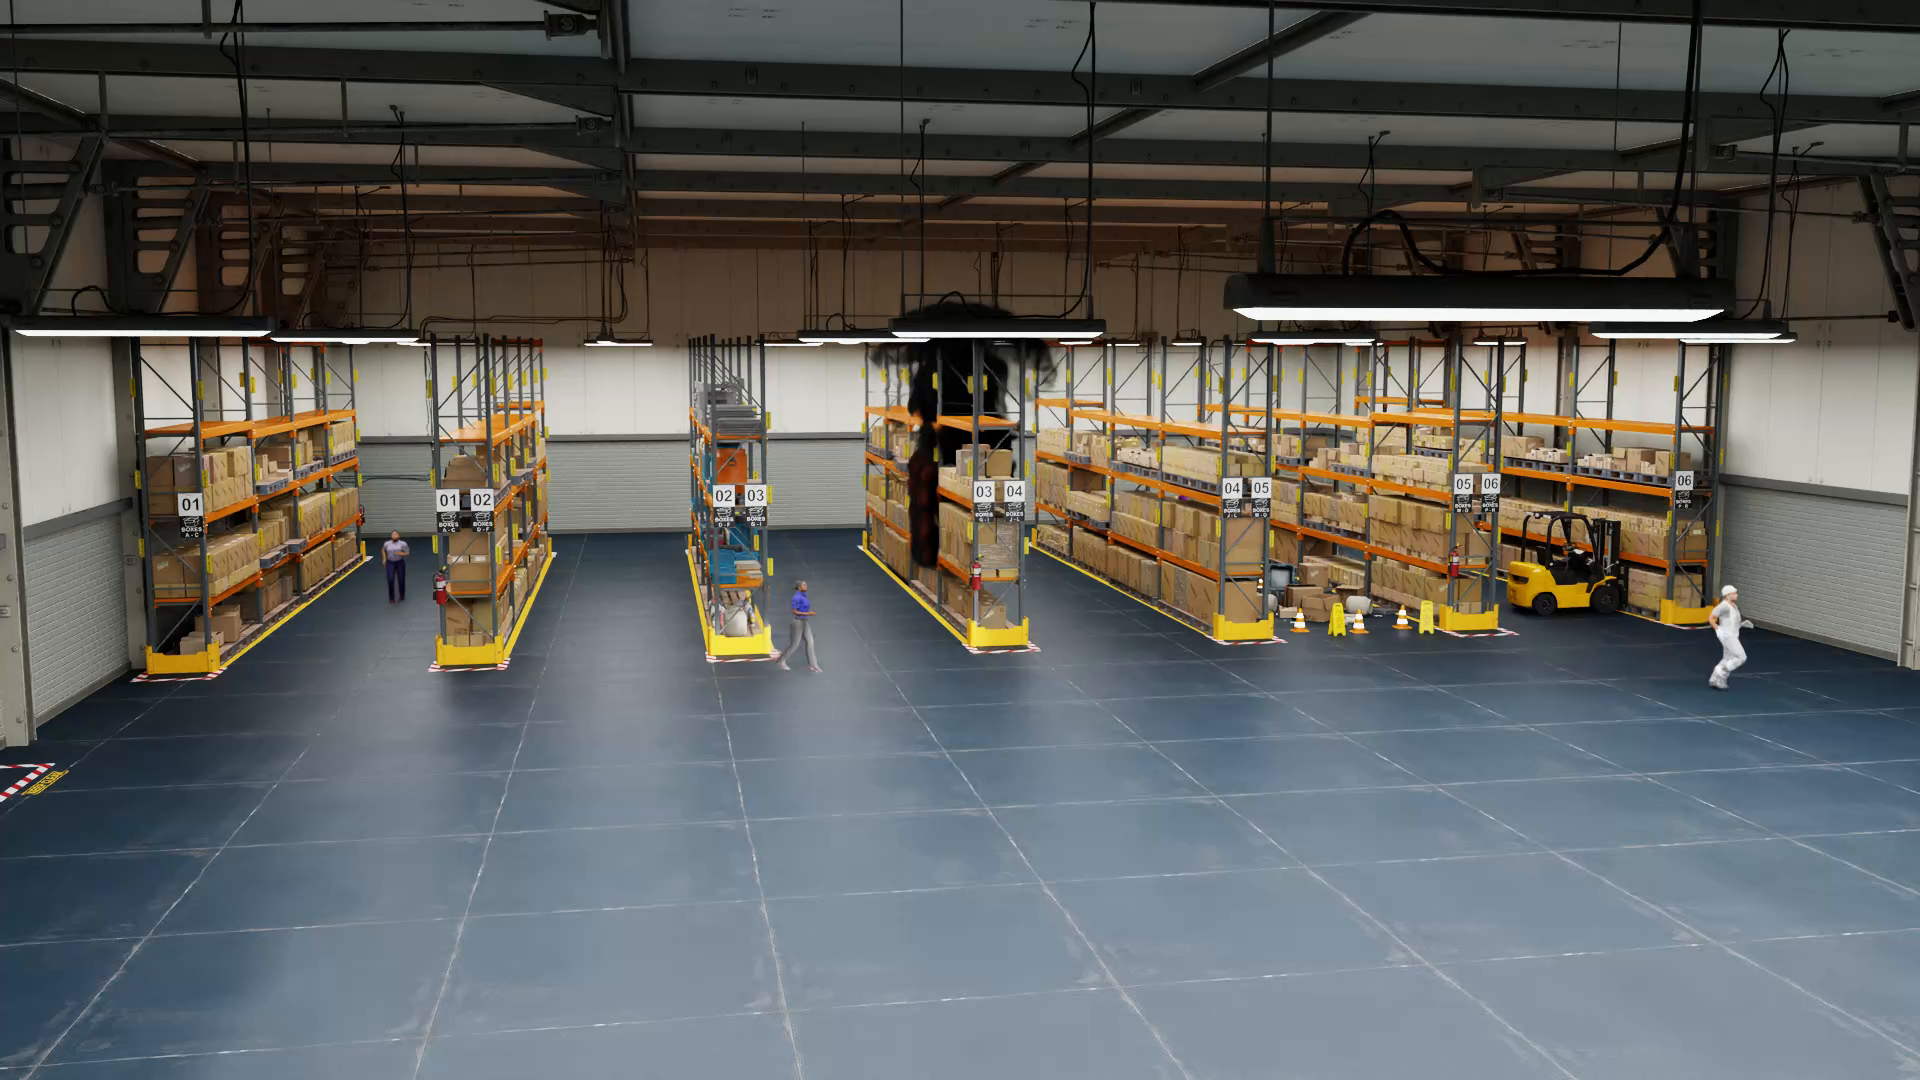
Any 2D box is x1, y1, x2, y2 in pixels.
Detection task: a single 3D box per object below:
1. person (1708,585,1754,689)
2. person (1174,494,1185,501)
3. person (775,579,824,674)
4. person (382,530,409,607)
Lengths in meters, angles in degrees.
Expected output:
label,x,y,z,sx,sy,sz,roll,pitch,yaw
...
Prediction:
label,x,y,z,sx,sy,sz,roll,pitch,yaw
person,12.956,1.637,27.922,0.648,1.744,0.641,5,8,38
person,6.739,-0.937,50.824,0.551,1.715,0.732,-1,7,-5
person,-2.853,1.530,29.422,0.881,1.683,0.571,2,7,18
person,-12.690,0.622,37.430,0.589,1.672,0.830,-2,7,-16
